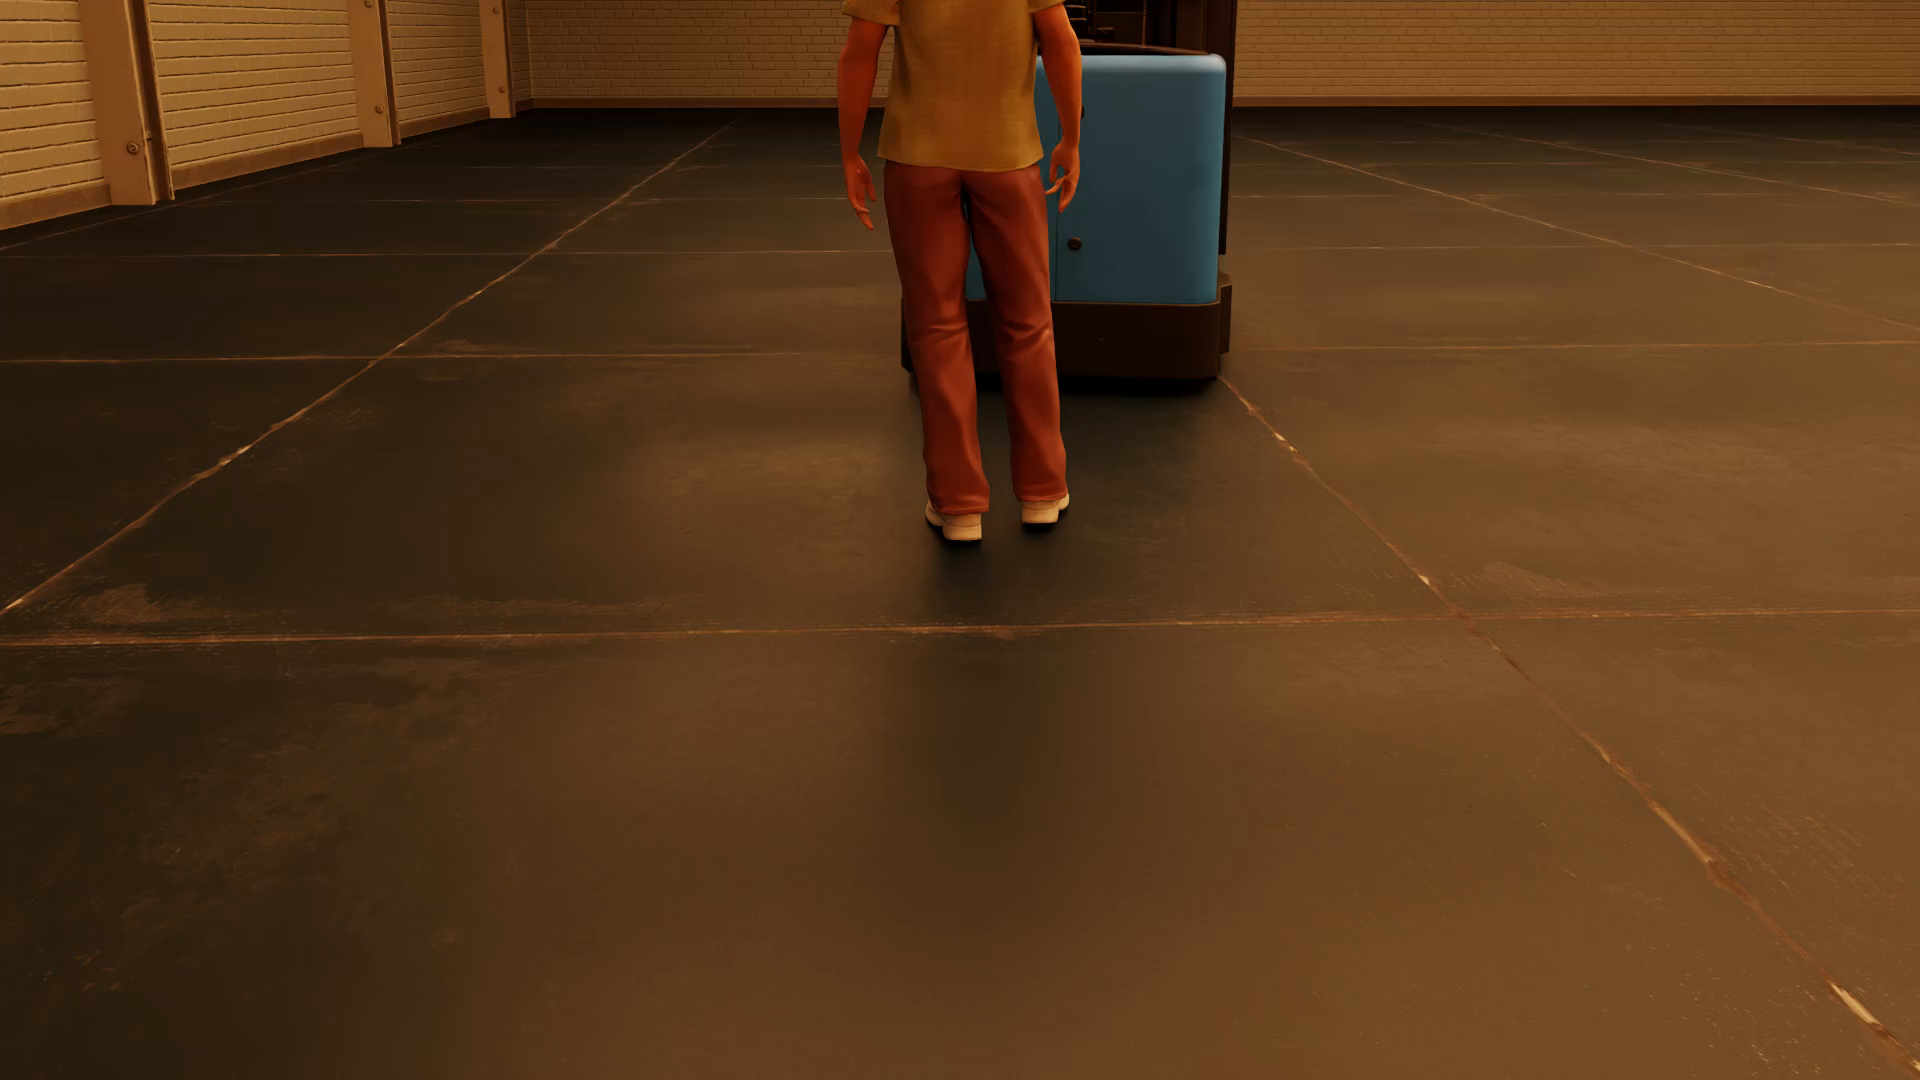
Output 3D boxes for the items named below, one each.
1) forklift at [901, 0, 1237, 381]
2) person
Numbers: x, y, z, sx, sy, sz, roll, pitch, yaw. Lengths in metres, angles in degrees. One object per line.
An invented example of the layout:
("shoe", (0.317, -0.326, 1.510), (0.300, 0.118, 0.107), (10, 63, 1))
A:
("forklift", (0.537, -2.308, 6.452), (1.130, 2.935, 3.031), (3, 17, 8))
("person", (0.007, -0.829, 3.742), (0.555, 1.675, 0.549), (-1, 17, -3))
